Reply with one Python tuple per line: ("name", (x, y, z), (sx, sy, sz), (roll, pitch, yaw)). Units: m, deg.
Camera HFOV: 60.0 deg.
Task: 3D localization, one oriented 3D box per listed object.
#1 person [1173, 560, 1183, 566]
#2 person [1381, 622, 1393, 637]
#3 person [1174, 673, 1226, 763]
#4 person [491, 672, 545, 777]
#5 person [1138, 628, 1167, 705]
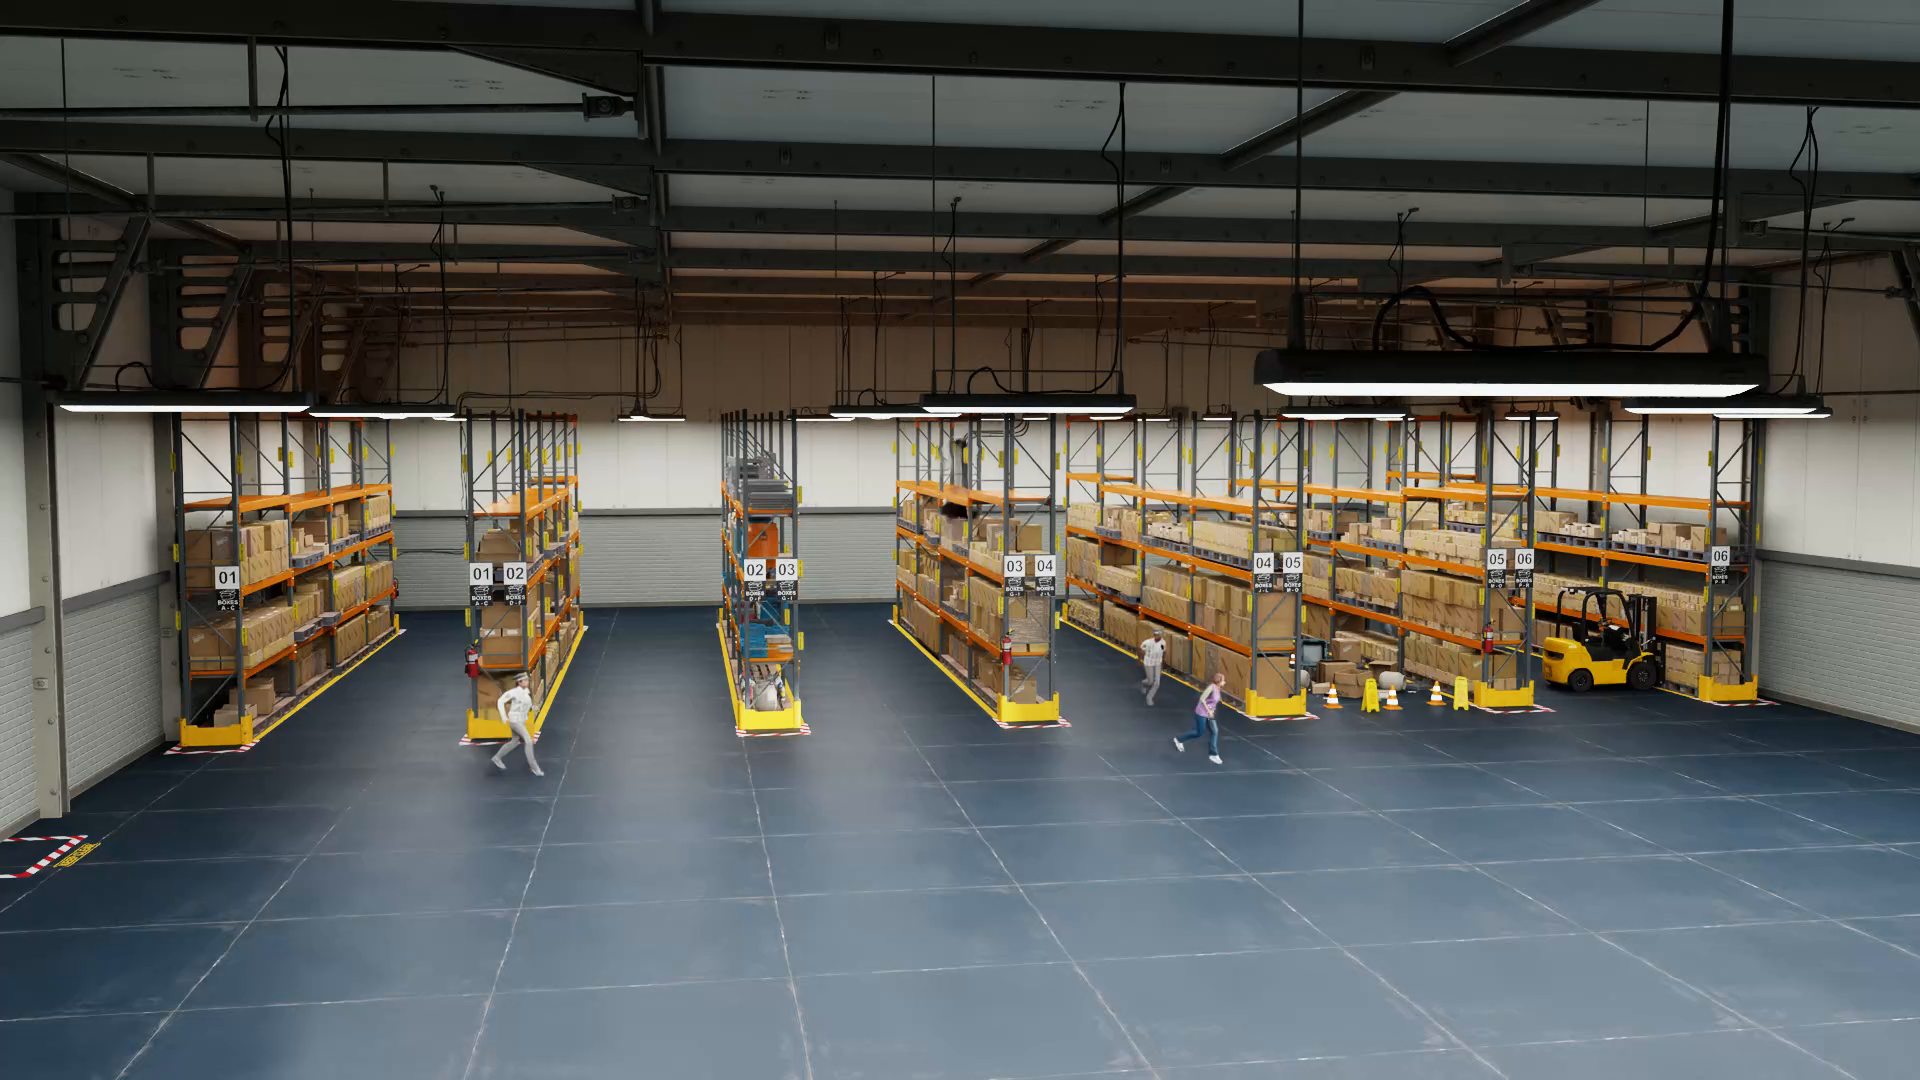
("person", (6.750, 1.286, 51.676), (0.735, 1.725, 0.545), (-3, 5, -35))
("person", (11.297, 1.785, 44.240), (0.626, 1.813, 0.865), (-2, 4, -22))
("person", (4.082, 3.003, 28.317), (0.897, 1.549, 0.559), (2, 4, 25))
("person", (-7.230, 2.993, 27.120), (0.946, 1.721, 0.634), (1, 4, 14))
("person", (3.932, 2.570, 33.977), (0.563, 1.619, 0.701), (-2, 4, -23))
